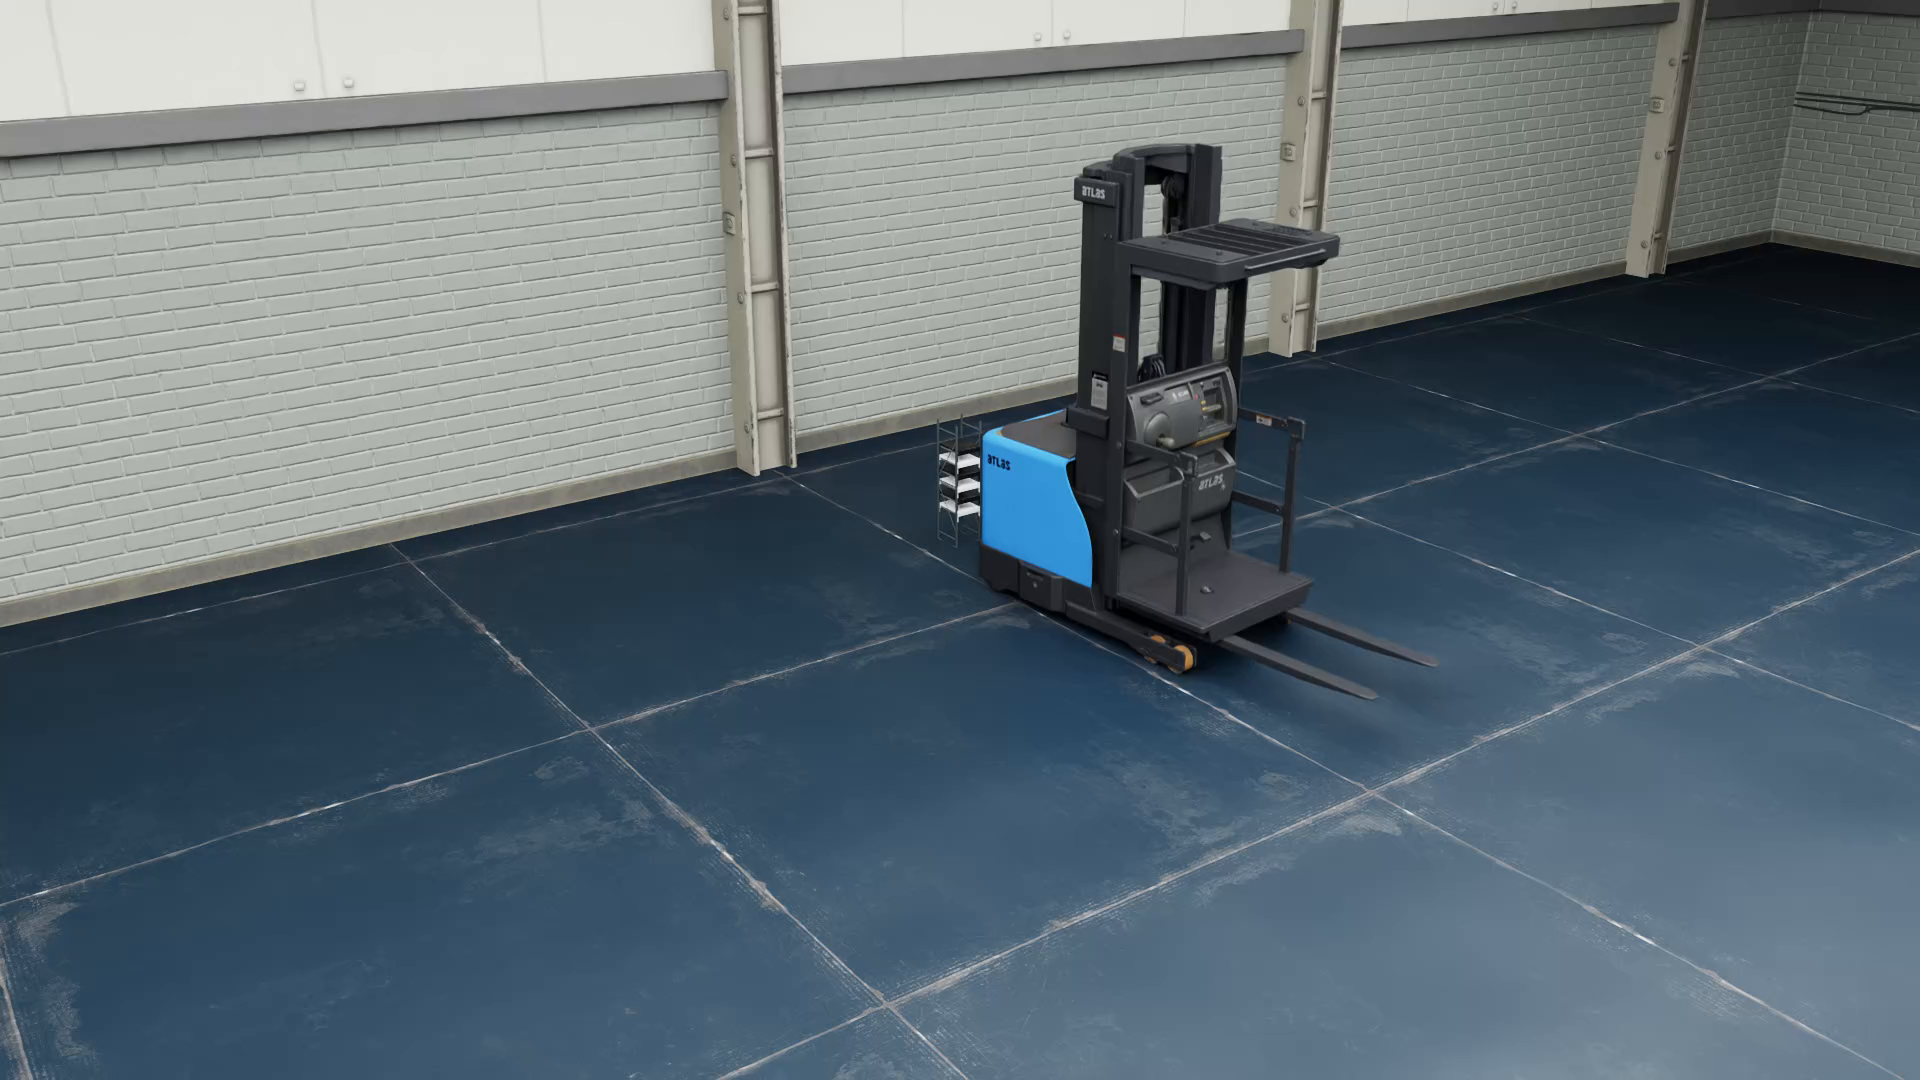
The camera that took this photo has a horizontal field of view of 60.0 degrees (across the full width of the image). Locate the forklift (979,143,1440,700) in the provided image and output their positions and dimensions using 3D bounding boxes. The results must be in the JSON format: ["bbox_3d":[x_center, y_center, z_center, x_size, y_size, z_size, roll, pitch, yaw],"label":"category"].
[{"bbox_3d":[1.490,-0.780,9.895,1.130,2.935,3.031,-19,28,-39],"label":"forklift"}]

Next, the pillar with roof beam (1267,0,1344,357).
[{"bbox_3d":[5.826,-4.777,11.726,0.400,9.000,9.100,-15,26,-33],"label":"pillar with roof beam"}]

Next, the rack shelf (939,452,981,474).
[{"bbox_3d":[-0.007,-0.552,11.671,0.200,0.077,0.258,-15,26,-33],"label":"rack shelf"}]

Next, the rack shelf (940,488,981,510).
[{"bbox_3d":[-0.007,-0.302,11.771,0.200,0.077,0.258,-15,26,-33],"label":"rack shelf"}]

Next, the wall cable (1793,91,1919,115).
[{"bbox_3d":[11.346,-6.168,19.403,0.112,2.526,3.097,-15,26,-33],"label":"wall cable"}]

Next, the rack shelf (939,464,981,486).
[{"bbox_3d":[-0.007,-0.469,11.704,0.200,0.077,0.258,-15,26,-33],"label":"rack shelf"}]

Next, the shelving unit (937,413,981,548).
[{"bbox_3d":[-0.007,-0.416,11.725,0.210,0.900,0.258,-15,26,-33],"label":"shelving unit"}]

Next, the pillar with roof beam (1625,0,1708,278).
[{"bbox_3d":[10.696,-6.076,14.980,0.400,9.000,9.100,-15,26,-33],"label":"pillar with roof beam"}]

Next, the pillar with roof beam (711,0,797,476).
[{"bbox_3d":[0.955,-3.478,8.471,0.400,9.000,9.100,-15,26,-33],"label":"pillar with roof beam"}]

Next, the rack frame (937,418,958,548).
[{"bbox_3d":[-0.089,-0.394,11.670,0.006,0.900,0.240,-15,26,-33],"label":"rack frame"}]

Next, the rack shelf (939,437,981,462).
[{"bbox_3d":[-0.007,-0.636,11.637,0.200,0.077,0.258,-15,26,-33],"label":"rack shelf"}]

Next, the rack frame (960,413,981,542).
[{"bbox_3d":[0.076,-0.438,11.780,0.006,0.900,0.240,-15,26,-33],"label":"rack frame"}]

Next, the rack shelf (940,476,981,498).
[{"bbox_3d":[-0.007,-0.385,11.738,0.200,0.077,0.258,-15,26,-33],"label":"rack shelf"}]

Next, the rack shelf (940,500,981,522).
[{"bbox_3d":[-0.007,-0.218,11.804,0.200,0.077,0.258,-15,26,-33],"label":"rack shelf"}]
